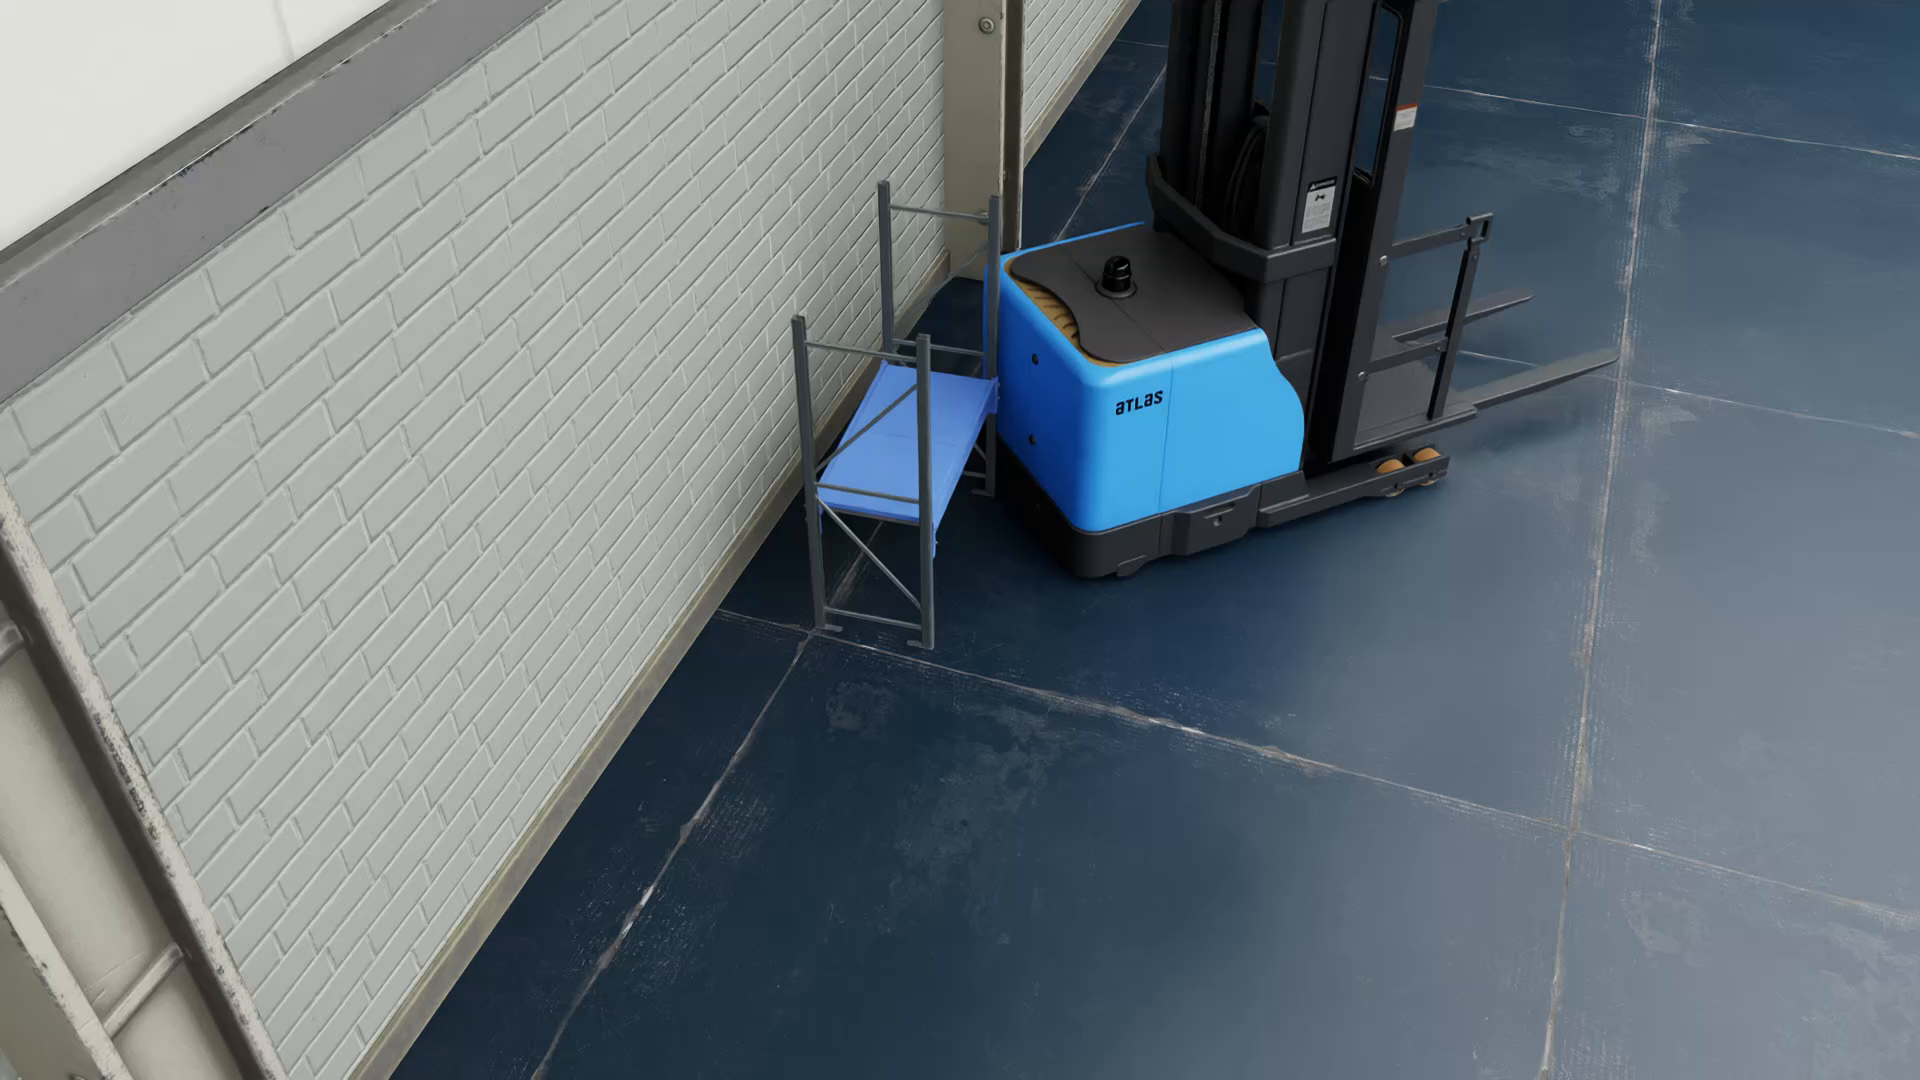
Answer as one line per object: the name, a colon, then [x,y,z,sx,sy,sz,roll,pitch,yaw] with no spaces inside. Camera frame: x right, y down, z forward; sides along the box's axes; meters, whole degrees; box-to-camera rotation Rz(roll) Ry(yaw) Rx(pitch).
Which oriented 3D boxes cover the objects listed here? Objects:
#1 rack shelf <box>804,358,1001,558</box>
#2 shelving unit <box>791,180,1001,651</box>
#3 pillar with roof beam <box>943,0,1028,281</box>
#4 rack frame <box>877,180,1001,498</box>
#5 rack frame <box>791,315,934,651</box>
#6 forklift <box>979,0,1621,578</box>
rack shelf: [-0.216,-0.356,6.789,0.538,0.185,1.000,10,41,12]
shelving unit: [-0.216,-0.493,6.672,0.538,1.500,1.048,10,41,12]
pillar with roof beam: [4.170,-3.986,4.989,9.100,9.000,0.400,13,42,15]
rack frame: [-0.083,-0.811,7.045,0.500,1.500,0.032,10,41,12]
rack frame: [-0.350,-0.174,6.299,0.500,1.500,0.032,10,41,12]
forklift: [1.644,-1.603,6.871,3.031,2.935,1.130,-17,43,-19]
